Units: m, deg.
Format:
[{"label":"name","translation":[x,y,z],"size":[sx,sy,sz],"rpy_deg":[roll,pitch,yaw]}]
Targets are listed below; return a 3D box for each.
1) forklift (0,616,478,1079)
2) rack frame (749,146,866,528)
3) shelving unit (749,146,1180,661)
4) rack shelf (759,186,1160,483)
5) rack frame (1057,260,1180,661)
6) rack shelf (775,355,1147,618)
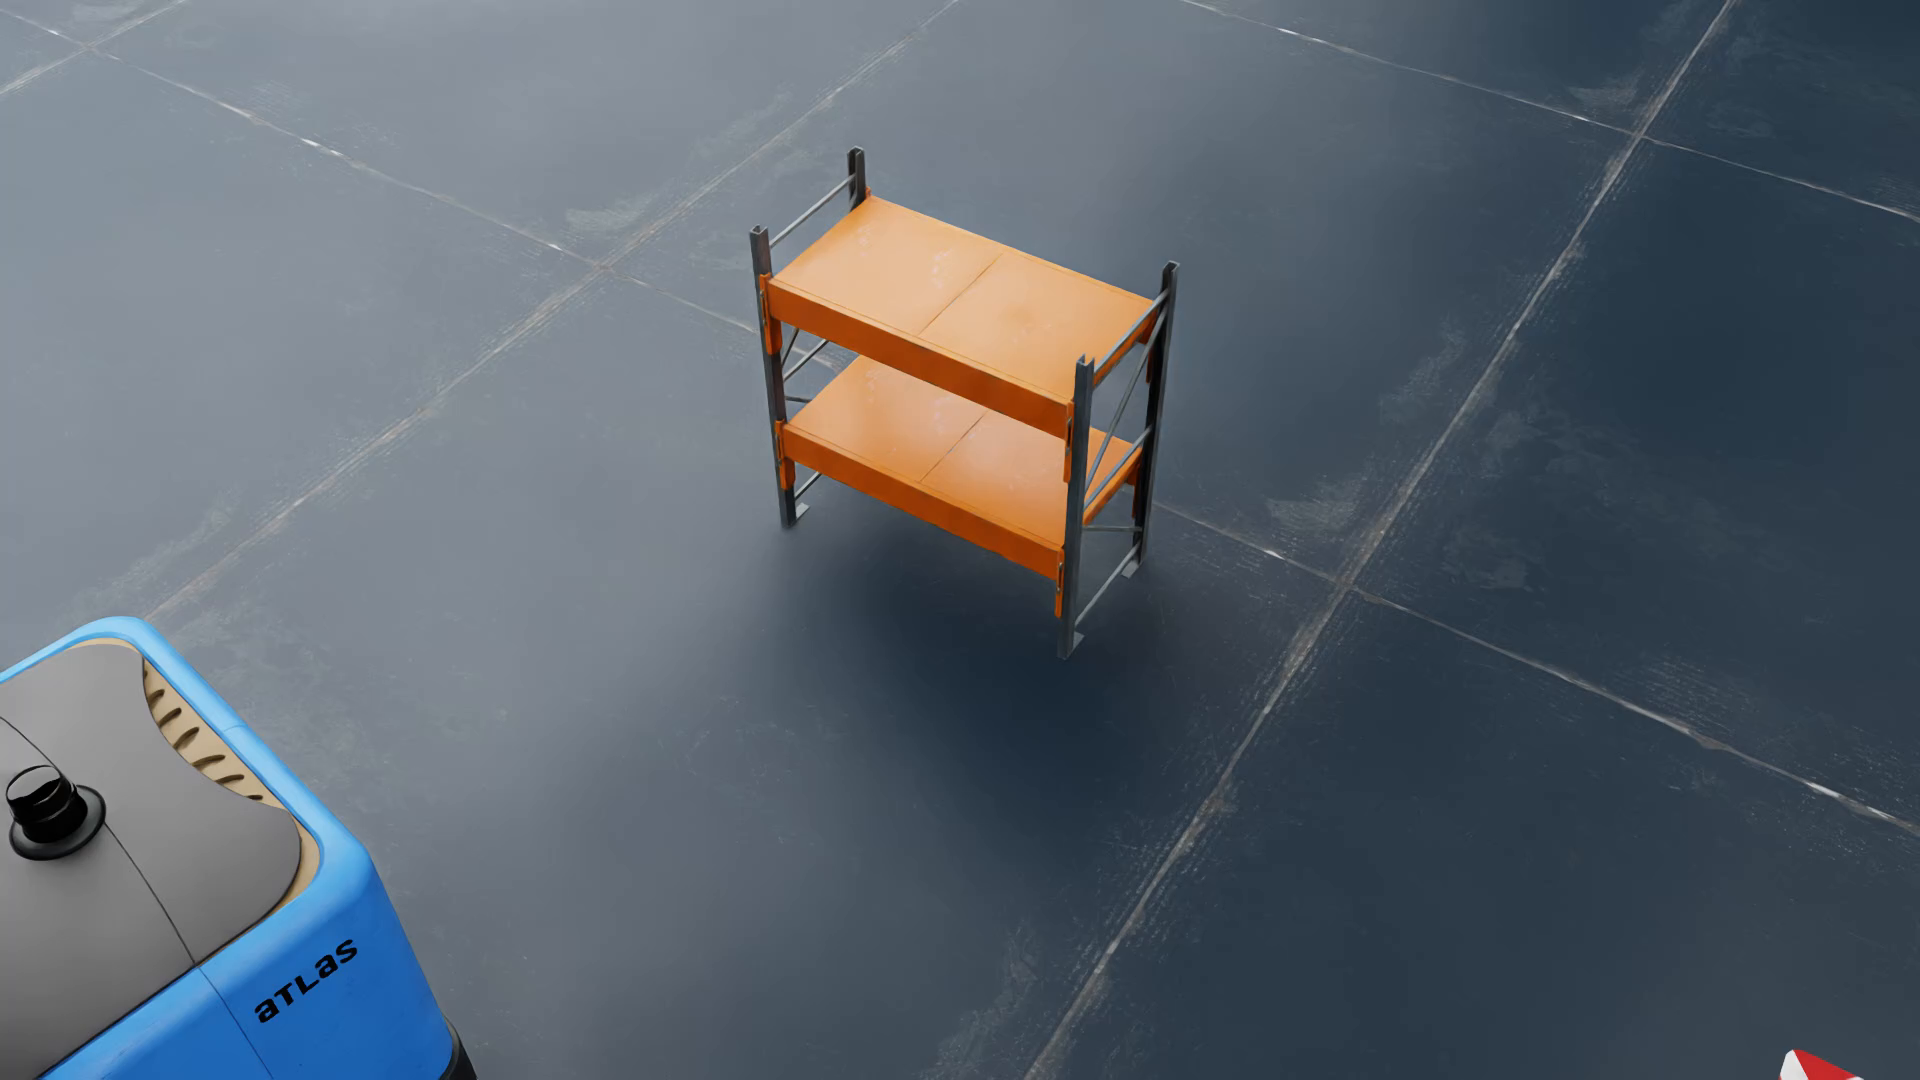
[{"label":"forklift","translation":[-2.492,0.872,2.359],"size":[1.130,2.935,3.031],"rpy_deg":[34,55,29]},{"label":"rack frame","translation":[-0.422,-0.586,5.035],"size":[0.032,1.125,0.500],"rpy_deg":[25,51,22]},{"label":"shelving unit","translation":[0.006,-0.389,4.844],"size":[1.048,1.125,0.538],"rpy_deg":[25,51,22]},{"label":"rack shelf","translation":[0.006,-0.593,4.634],"size":[1.000,0.278,0.538],"rpy_deg":[25,51,22]},{"label":"rack frame","translation":[0.434,-0.193,4.653],"size":[0.032,1.125,0.500],"rpy_deg":[25,51,22]},{"label":"rack shelf","translation":[0.006,-0.219,5.019],"size":[1.000,0.278,0.538],"rpy_deg":[25,51,22]}]
